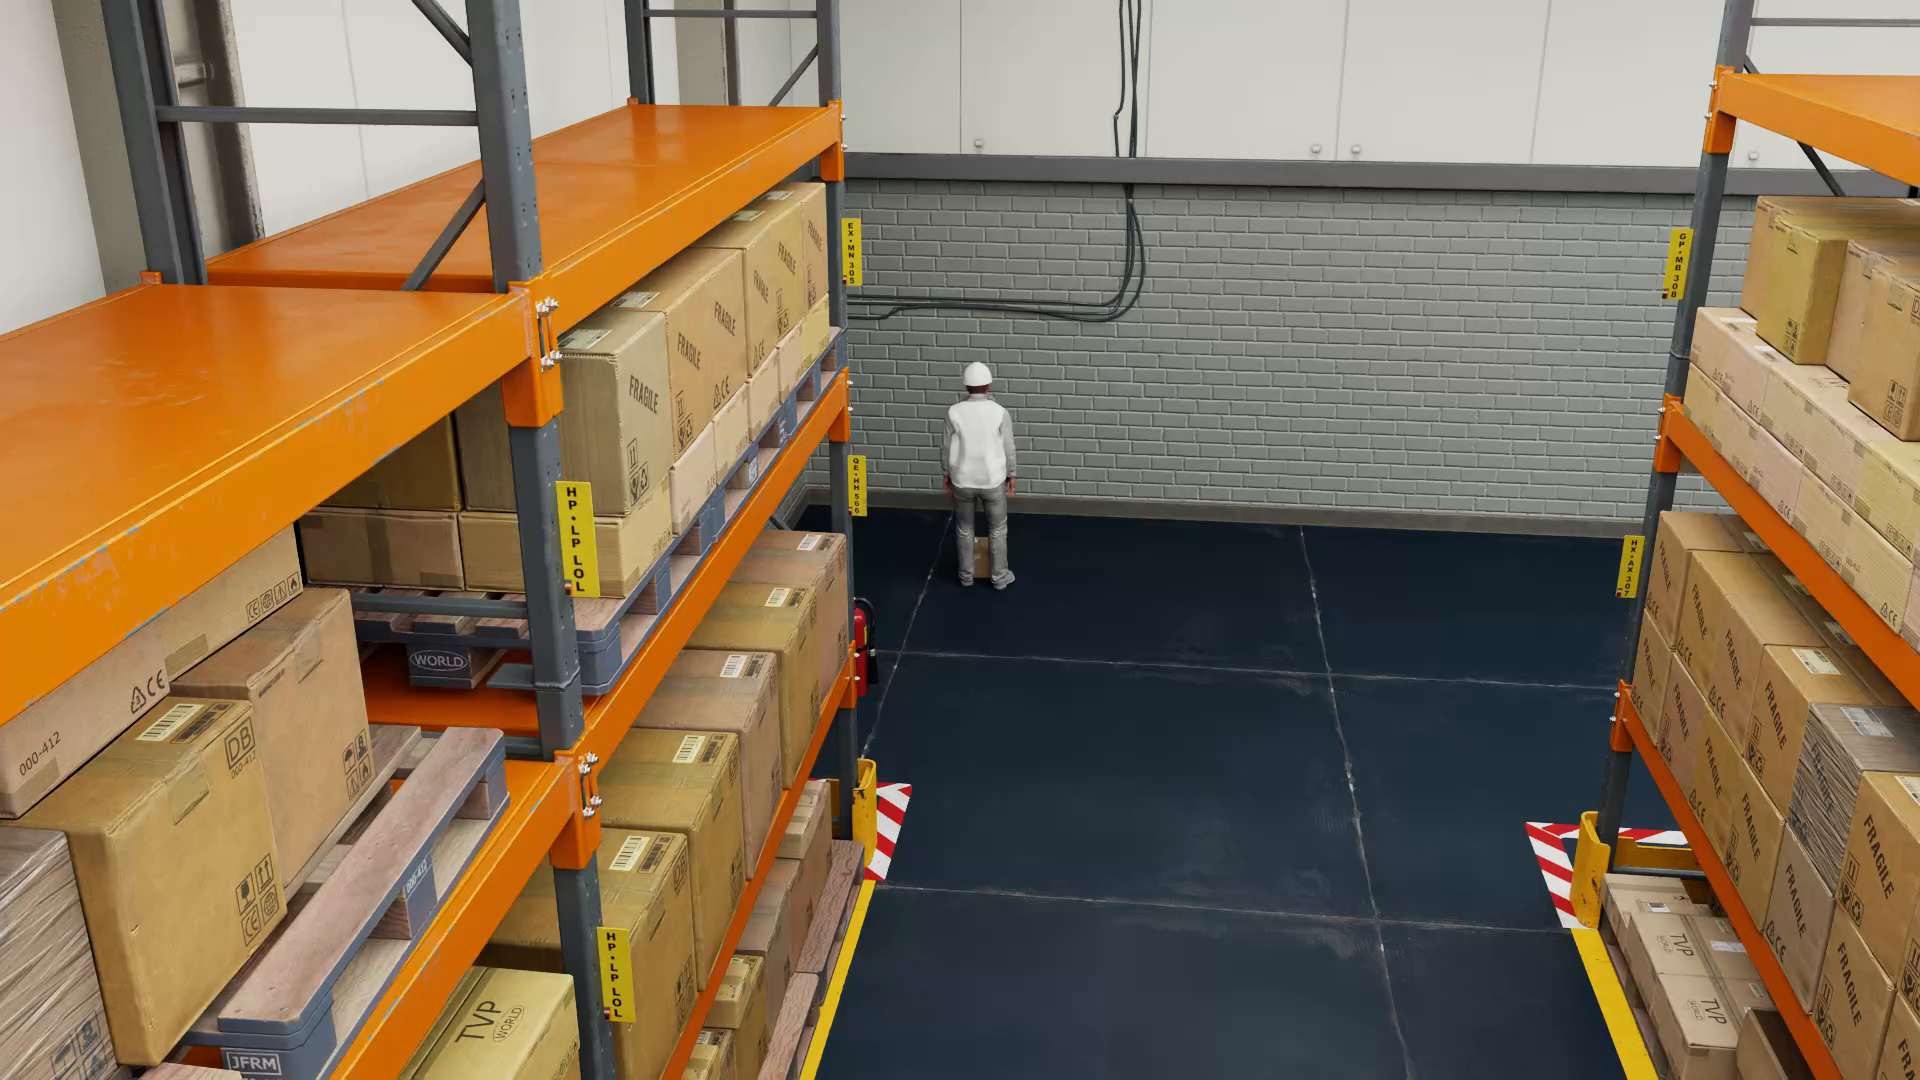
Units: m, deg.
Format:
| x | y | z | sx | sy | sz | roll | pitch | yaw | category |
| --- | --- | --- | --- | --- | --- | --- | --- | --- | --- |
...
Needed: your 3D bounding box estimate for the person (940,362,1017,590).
| x | y | z | sx | sy | sz | roll | pitch | yaw | category |
| --- | --- | --- | --- | --- | --- | --- | --- | --- | --- |
| 0.143 | -0.480 | 12.726 | 0.581 | 1.768 | 0.464 | 2 | 21 | 6 | person |
